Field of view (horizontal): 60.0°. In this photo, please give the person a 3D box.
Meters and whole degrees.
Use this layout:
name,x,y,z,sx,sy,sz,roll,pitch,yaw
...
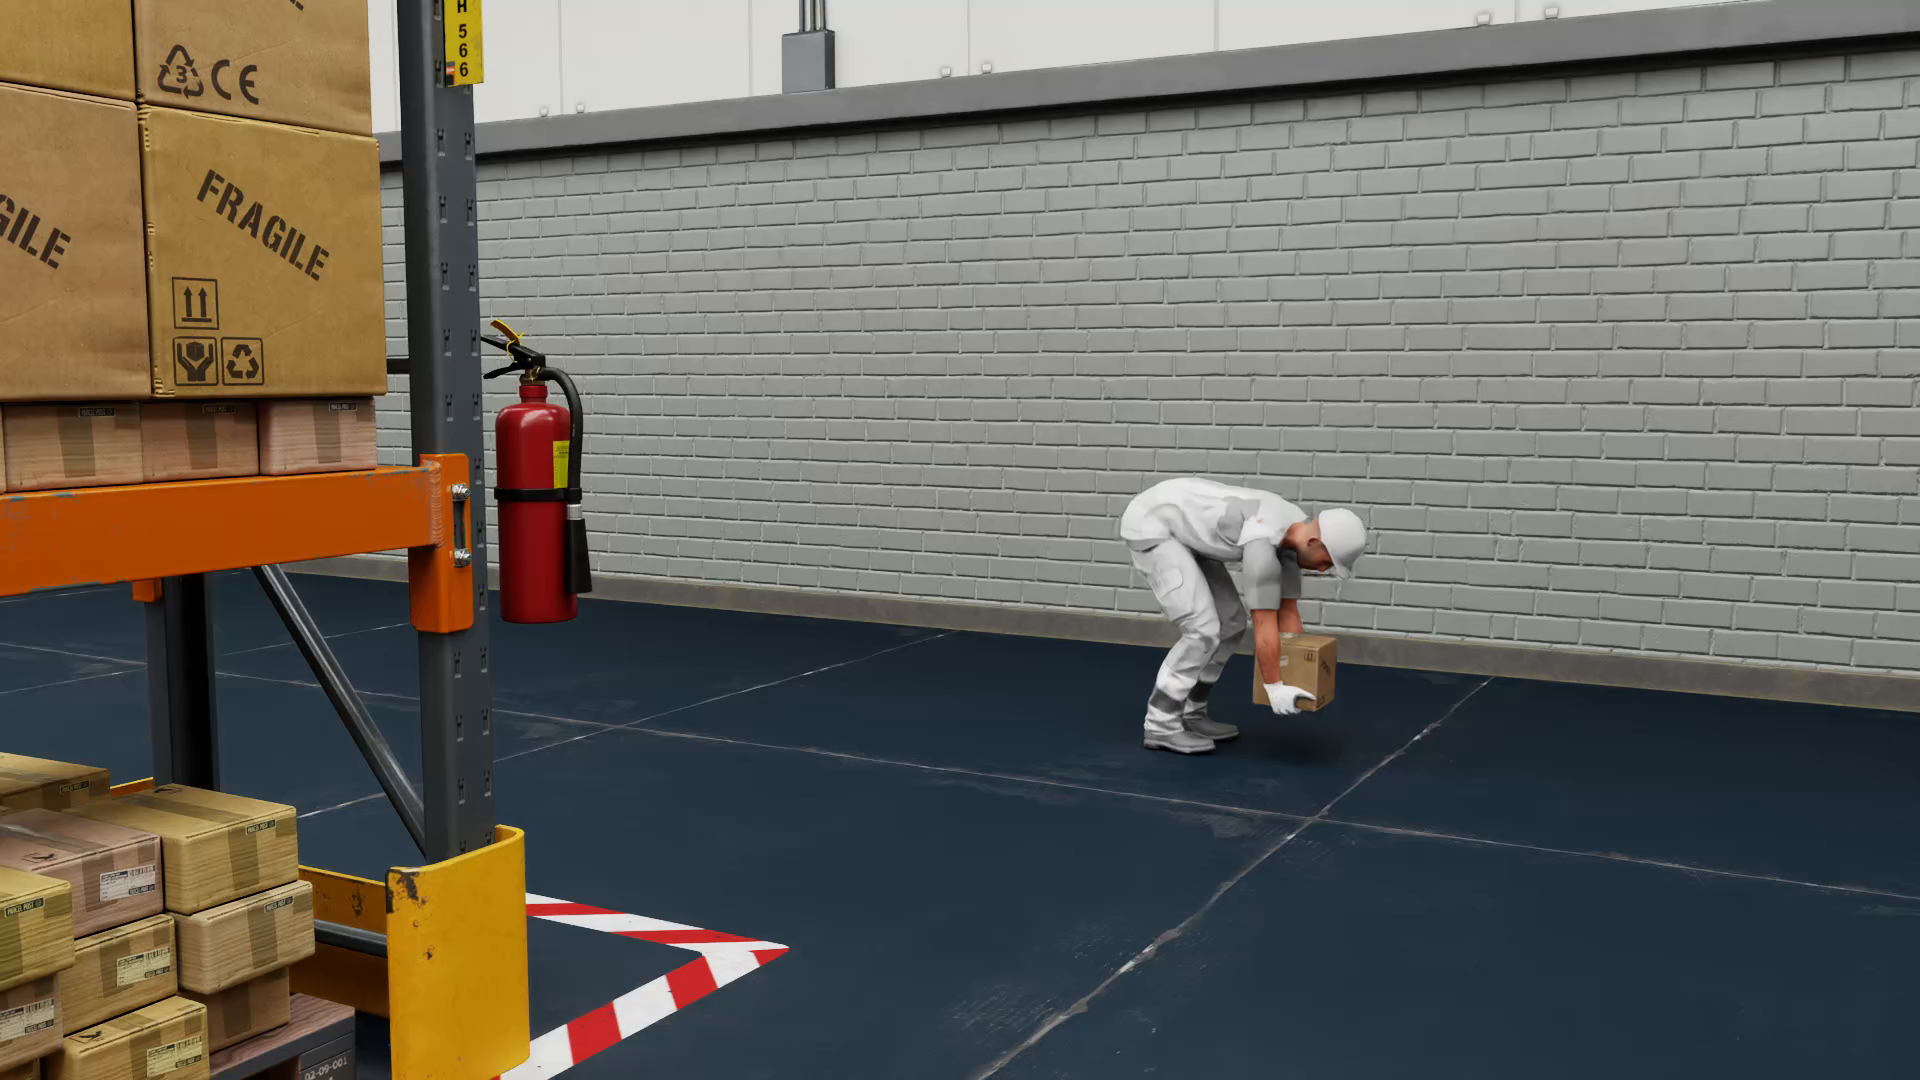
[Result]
name,x,y,z,sx,sy,sz,roll,pitch,yaw
person,1.110,0.297,6.553,0.964,1.072,0.514,3,7,26
